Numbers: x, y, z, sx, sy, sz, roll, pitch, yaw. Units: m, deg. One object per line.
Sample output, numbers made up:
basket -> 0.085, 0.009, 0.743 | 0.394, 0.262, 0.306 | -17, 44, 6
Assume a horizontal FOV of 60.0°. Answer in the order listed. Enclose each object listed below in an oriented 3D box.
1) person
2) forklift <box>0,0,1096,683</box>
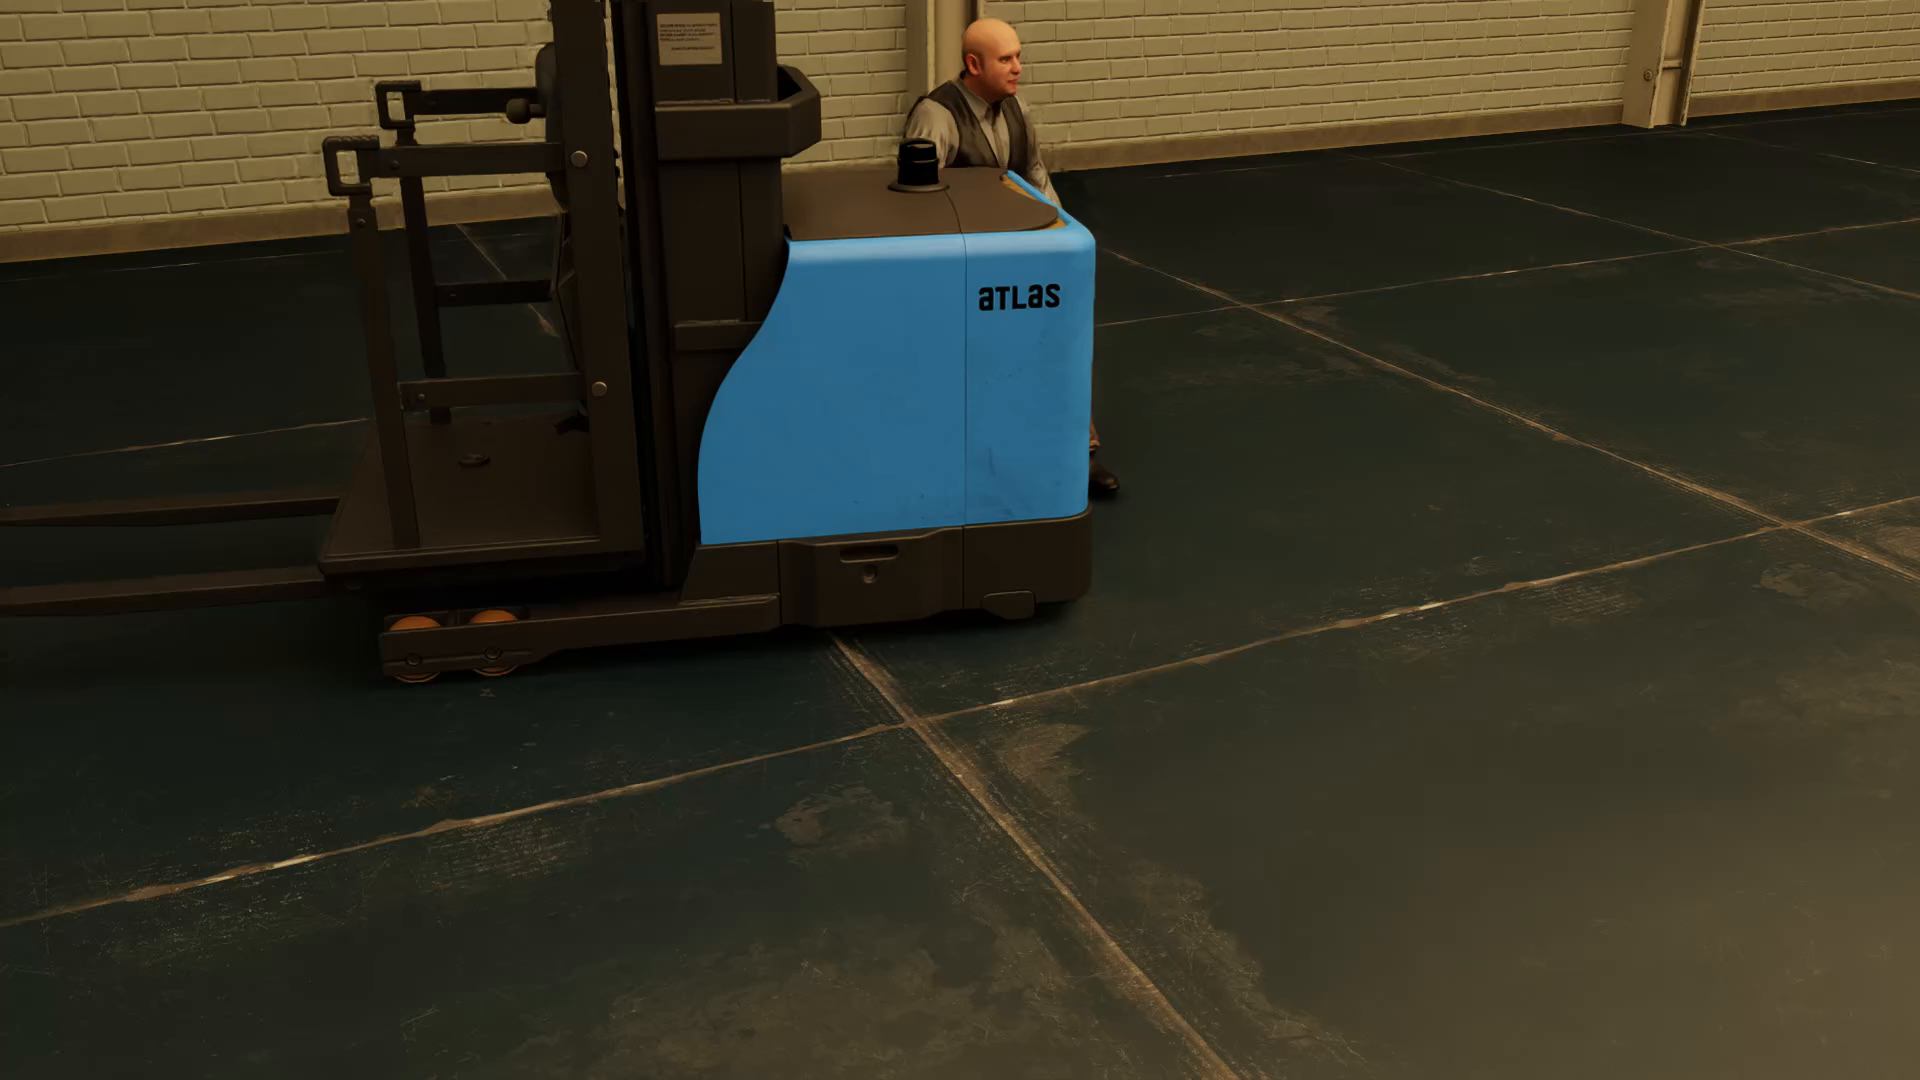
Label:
person -> 0.213, -0.912, 5.463 | 0.899, 1.520, 0.785 | 16, 28, 34
forklift -> -1.209, -1.210, 4.198 | 3.031, 2.935, 1.130 | -4, 23, -11
